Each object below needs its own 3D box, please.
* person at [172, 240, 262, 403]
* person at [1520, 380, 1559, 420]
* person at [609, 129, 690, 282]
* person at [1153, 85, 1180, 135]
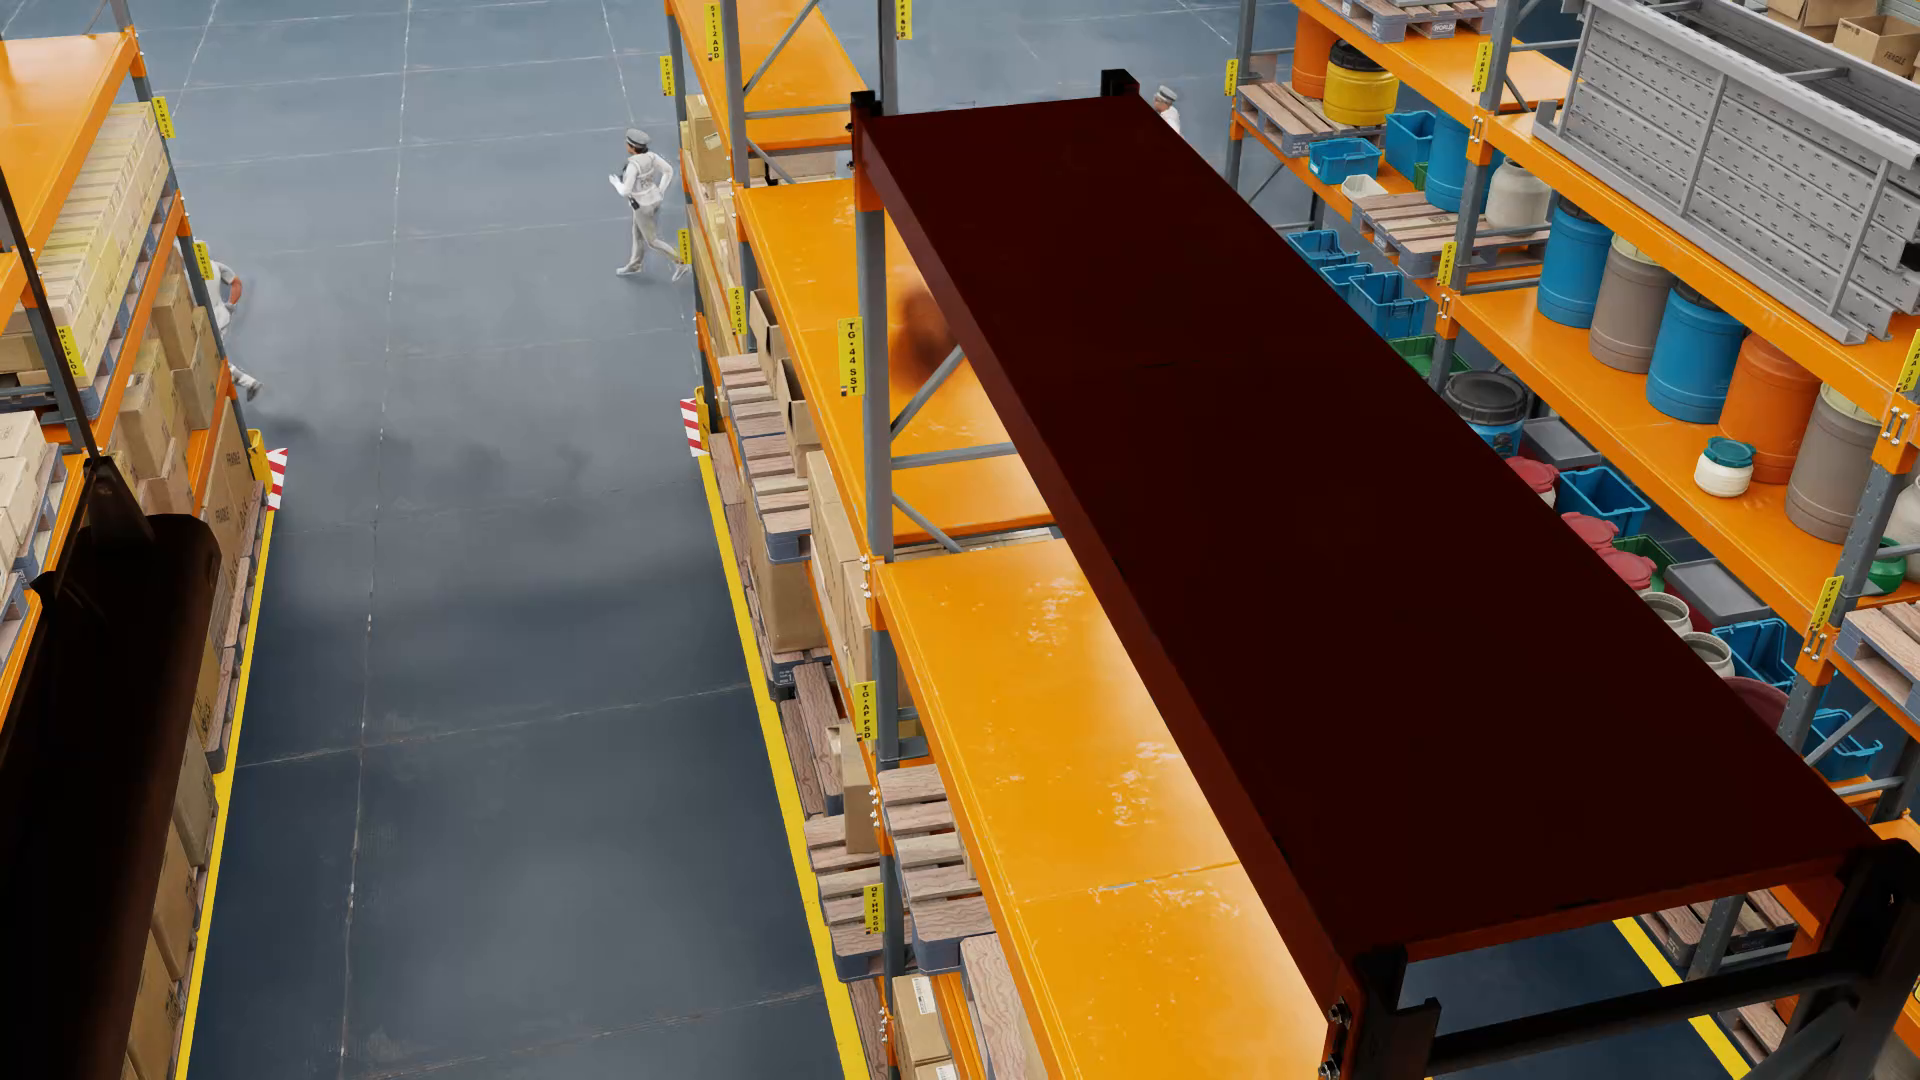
[{"bbox_3d":[-6.945,-1.976,15.446,0.791,1.784,0.695,10,36,15],"label":"person"},{"bbox_3d":[5.337,-1.680,14.997,0.690,1.816,0.809,-23,41,-30],"label":"person"},{"bbox_3d":[-3.337,-3.554,17.737,0.942,1.684,0.608,11,36,15],"label":"person"},{"bbox_3d":[2.265,-4.270,18.796,0.579,1.742,0.671,9,35,12],"label":"person"}]
